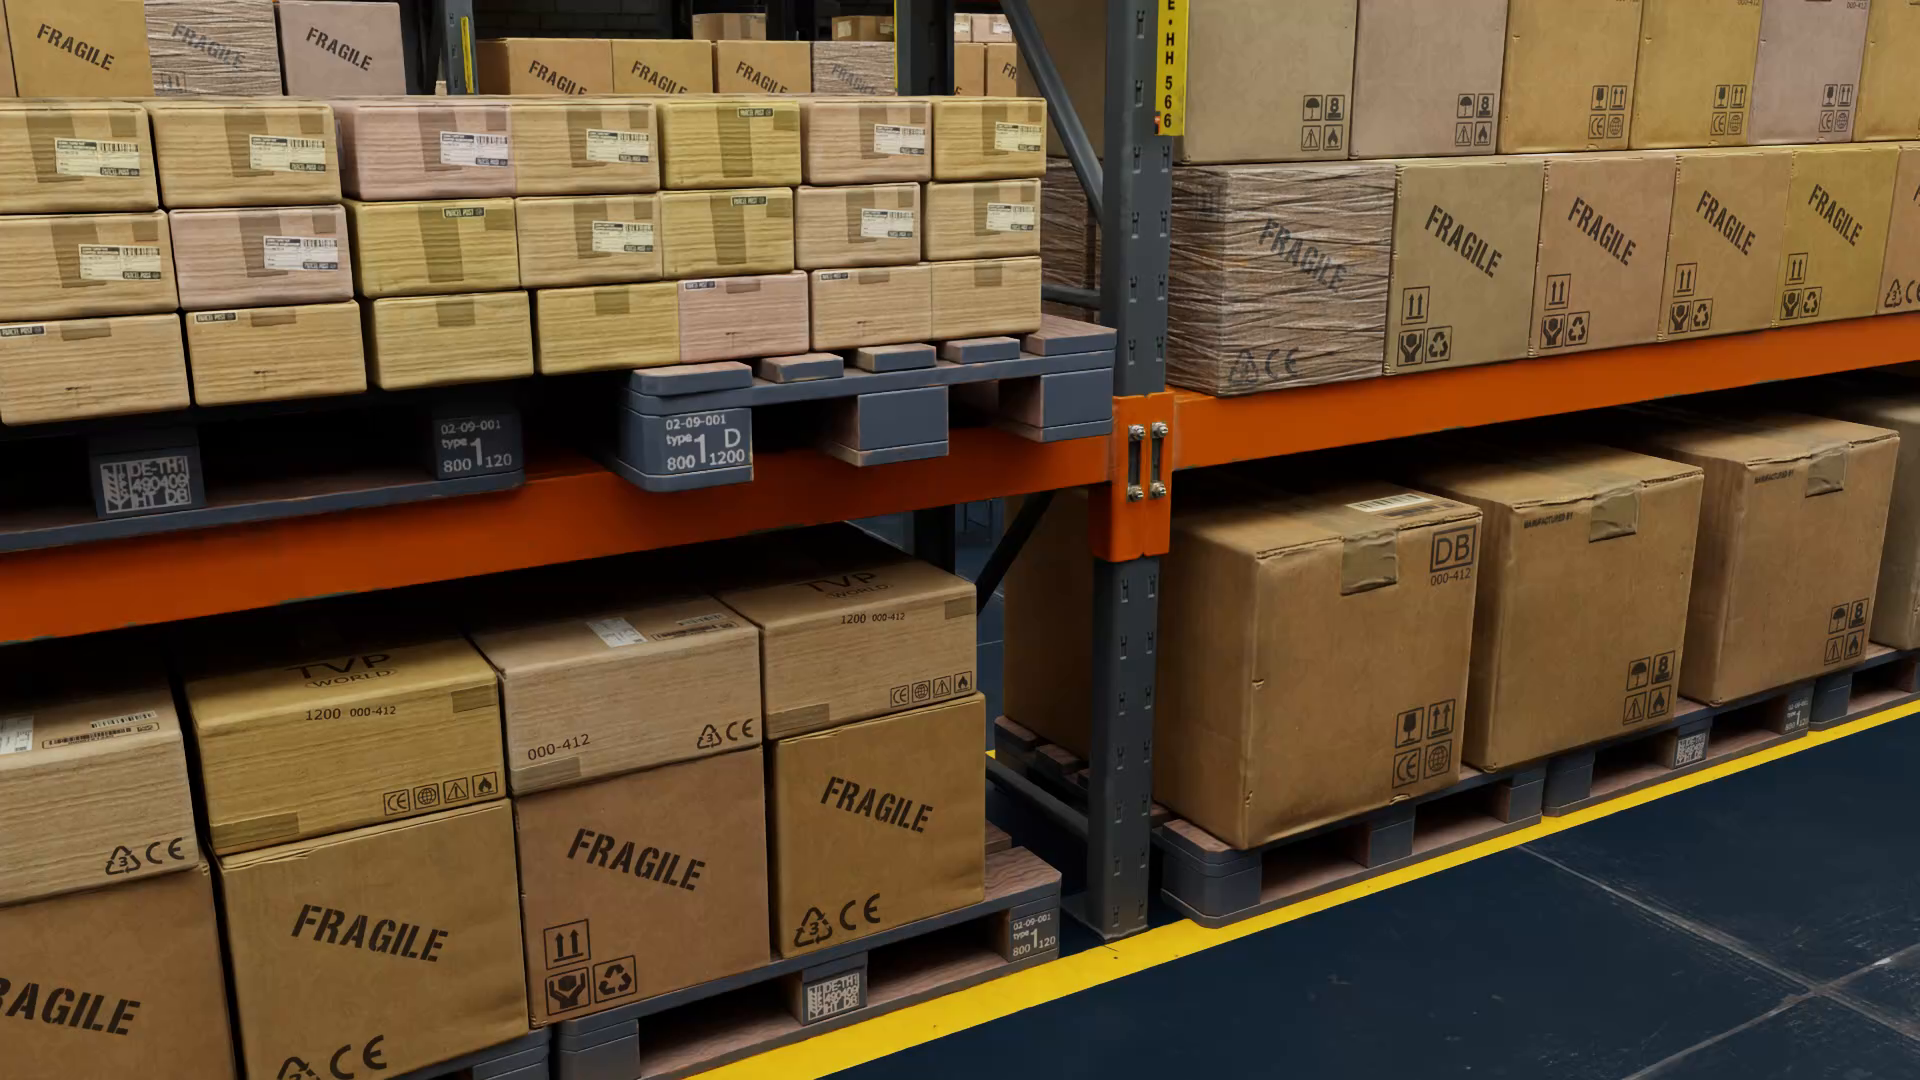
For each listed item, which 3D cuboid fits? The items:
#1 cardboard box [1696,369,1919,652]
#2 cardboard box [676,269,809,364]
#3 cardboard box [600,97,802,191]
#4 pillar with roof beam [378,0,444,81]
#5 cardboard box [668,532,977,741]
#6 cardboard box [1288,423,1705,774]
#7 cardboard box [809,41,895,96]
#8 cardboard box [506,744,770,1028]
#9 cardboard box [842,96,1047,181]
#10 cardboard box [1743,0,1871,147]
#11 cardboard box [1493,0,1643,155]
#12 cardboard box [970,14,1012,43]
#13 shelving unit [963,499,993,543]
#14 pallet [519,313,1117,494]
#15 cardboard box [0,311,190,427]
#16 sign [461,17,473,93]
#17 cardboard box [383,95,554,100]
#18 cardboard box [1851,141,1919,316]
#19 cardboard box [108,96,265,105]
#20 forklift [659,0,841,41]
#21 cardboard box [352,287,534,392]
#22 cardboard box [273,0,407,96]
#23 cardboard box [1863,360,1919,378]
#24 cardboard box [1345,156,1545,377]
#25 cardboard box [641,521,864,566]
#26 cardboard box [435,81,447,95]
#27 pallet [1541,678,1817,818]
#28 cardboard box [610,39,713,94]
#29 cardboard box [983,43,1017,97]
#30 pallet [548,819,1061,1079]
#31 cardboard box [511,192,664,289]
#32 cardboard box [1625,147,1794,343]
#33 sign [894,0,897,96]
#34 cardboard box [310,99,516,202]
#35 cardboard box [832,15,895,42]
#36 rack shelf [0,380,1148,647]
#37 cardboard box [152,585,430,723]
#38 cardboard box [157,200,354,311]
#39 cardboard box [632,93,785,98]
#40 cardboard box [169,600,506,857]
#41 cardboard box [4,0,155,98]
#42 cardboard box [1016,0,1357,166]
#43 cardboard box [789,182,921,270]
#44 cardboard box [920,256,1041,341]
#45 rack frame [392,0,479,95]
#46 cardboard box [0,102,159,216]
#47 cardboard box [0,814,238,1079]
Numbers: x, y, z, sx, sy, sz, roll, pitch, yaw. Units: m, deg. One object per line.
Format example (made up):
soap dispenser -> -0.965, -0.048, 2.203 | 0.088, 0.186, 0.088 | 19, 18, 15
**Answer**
cardboard box -> 3.088, -0.171, 5.853 | 0.750, 0.750, 1.050 | -9, 18, -30
cardboard box -> -0.475, -0.440, 3.108 | 0.250, 0.149, 0.380 | -9, 18, -29
cardboard box -> -0.480, -0.726, 3.027 | 0.250, 0.149, 0.380 | -9, 18, -28
pillar with roof beam -> -2.180, -5.165, 9.162 | 0.400, 9.000, 9.100 | -9, 18, -30
cardboard box -> -0.306, 0.193, 3.628 | 0.500, 0.250, 0.500 | -10, 18, -31
cardboard box -> 1.461, 0.092, 4.915 | 0.750, 0.750, 1.050 | -9, 18, -29
cardboard box -> -0.658, -2.354, 8.736 | 0.500, 0.500, 0.500 | -10, 19, -32
cardboard box -> -0.731, 0.622, 3.488 | 0.500, 0.500, 0.500 | -8, 18, -27
cardboard box -> -0.039, -0.797, 3.280 | 0.250, 0.149, 0.380 | -10, 19, -32
cardboard box -> 2.278, -1.476, 5.081 | 0.500, 0.500, 0.700 | -9, 18, -29
cardboard box -> 1.407, -1.335, 4.578 | 0.500, 0.500, 0.700 | -10, 18, -31
cardboard box -> 0.075, -2.781, 9.057 | 0.250, 0.149, 0.380 | -10, 18, -31
shelving unit -> -0.007, -0.432, 7.284 | 0.210, 0.900, 0.258 | -9, 18, -30
pallet -> -0.411, -0.387, 3.589 | 1.003, 0.211, 1.213 | -9, 18, -30
cardboard box -> -1.375, -0.294, 2.588 | 0.250, 0.149, 0.380 | -10, 19, -32
sign -> -2.202, -2.164, 7.427 | 0.005, 0.325, 0.100 | -9, 18, -30
cardboard box -> -1.019, -0.844, 3.447 | 0.250, 0.149, 0.380 | -10, 19, -32
cardboard box -> 2.831, -1.003, 5.244 | 0.500, 0.500, 0.500 | -9, 18, -30
cardboard box -> -1.476, -0.768, 3.179 | 0.250, 0.149, 0.380 | -9, 18, -28
forklift -> -1.460, -2.768, 11.854 | 1.130, 2.935, 3.031 | 3, 16, 10
cardboard box -> -0.920, -0.368, 2.852 | 0.250, 0.149, 0.380 | -10, 19, -32
cardboard box -> -2.799, -2.132, 7.419 | 0.500, 0.500, 0.500 | -10, 18, -31
cardboard box -> 4.149, -0.410, 6.472 | 0.875, 0.875, 0.875 | -9, 18, -29
cardboard box -> 1.104, -0.723, 4.245 | 0.500, 0.500, 0.500 | -9, 18, -30
cardboard box -> -0.570, 0.077, 4.042 | 0.500, 0.250, 0.500 | -10, 19, -32
cardboard box -> -3.972, -3.337, 12.371 | 0.250, 0.149, 0.380 | -9, 18, -29
pallet -> 1.905, 0.479, 5.310 | 1.213, 0.211, 1.003 | -9, 18, -30
cardboard box -> -1.543, -2.211, 8.226 | 0.500, 0.500, 0.500 | -8, 18, -27
cardboard box -> 0.236, -2.497, 9.247 | 0.500, 0.500, 0.500 | -9, 18, -29
pallet -> -0.525, 0.848, 3.994 | 1.213, 0.211, 1.003 | -9, 18, -30
cardboard box -> -0.710, -0.544, 2.930 | 0.250, 0.149, 0.380 | -9, 18, -30
cardboard box -> 1.964, -0.861, 4.740 | 0.500, 0.500, 0.500 | -9, 18, -30
sign -> -0.143, -1.289, 4.304 | 0.005, 0.325, 0.100 | -9, 18, -30
cardboard box -> -0.916, -0.656, 2.777 | 0.250, 0.149, 0.380 | -9, 18, -30
cardboard box -> -0.525, -2.838, 9.260 | 0.250, 0.149, 0.380 | -8, 18, -27
rack shelf -> -1.569, 0.021, 3.109 | 4.000, 0.370, 1.077 | -9, 18, -30
cardboard box -> -1.436, 0.213, 3.555 | 0.500, 0.250, 0.500 | -9, 18, -29
cardboard box -> -1.148, -0.474, 2.679 | 0.250, 0.149, 0.380 | -9, 18, -28
cardboard box -> -0.579, -0.913, 3.696 | 0.250, 0.149, 0.380 | -10, 18, -31
cardboard box -> -1.177, 0.333, 3.130 | 0.500, 0.250, 0.500 | -9, 18, -28
cardboard box -> -3.664, -1.991, 6.917 | 0.500, 0.500, 0.500 | -9, 18, -30
cardboard box -> 0.535, -1.193, 4.070 | 0.500, 0.500, 0.700 | -9, 18, -30
cardboard box -> -0.271, -0.616, 3.187 | 0.250, 0.149, 0.380 | -8, 18, -28
cardboard box -> -0.041, -0.509, 3.357 | 0.250, 0.149, 0.380 | -9, 18, -29
rack frame -> -2.490, -1.734, 8.040 | 0.127, 3.000, 1.000 | -9, 18, -30
cardboard box -> -1.372, -0.581, 2.512 | 0.250, 0.149, 0.380 | -9, 18, -28
cardboard box -> -1.619, 0.763, 2.983 | 0.500, 0.500, 0.500 | -9, 18, -29
